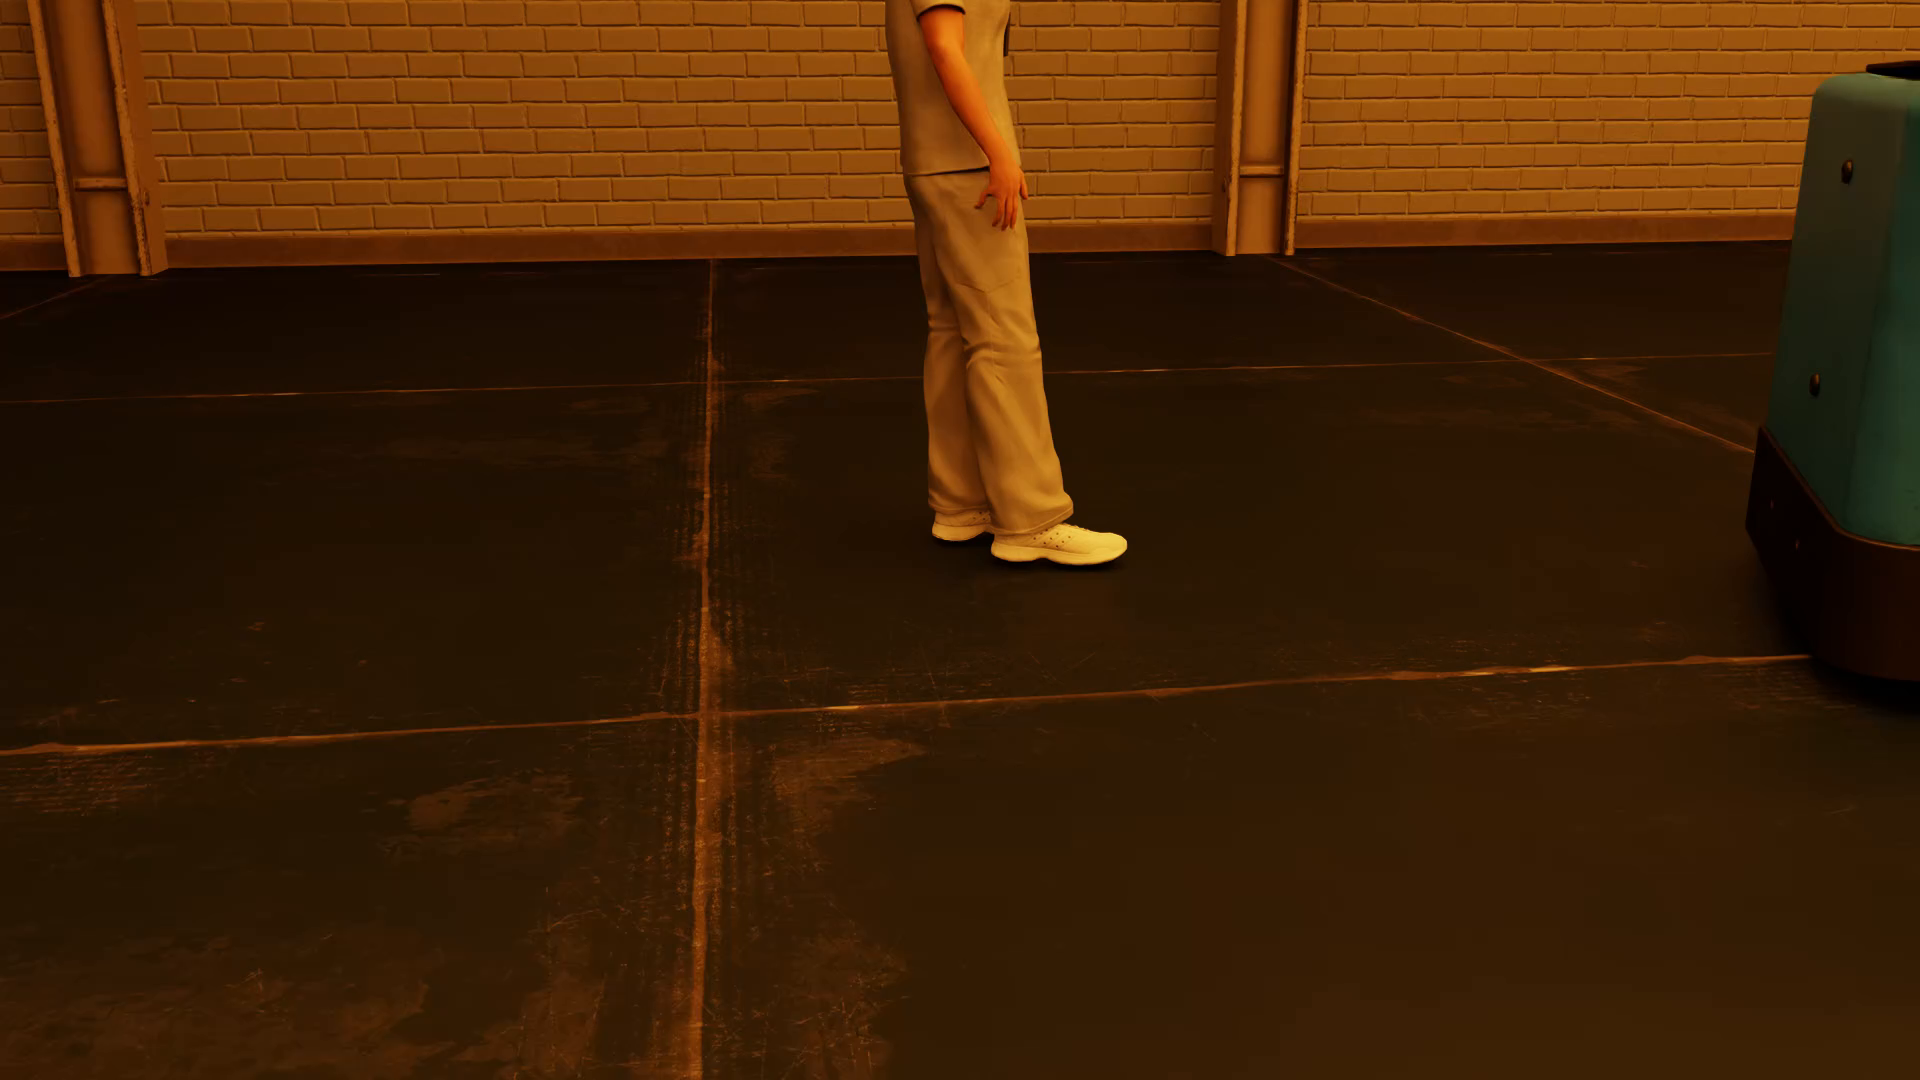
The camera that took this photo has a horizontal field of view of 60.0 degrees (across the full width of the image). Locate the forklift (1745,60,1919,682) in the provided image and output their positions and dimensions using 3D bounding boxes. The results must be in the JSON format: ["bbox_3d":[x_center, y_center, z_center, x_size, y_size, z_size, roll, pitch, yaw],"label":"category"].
[{"bbox_3d":[3.126,-1.119,2.598,3.031,2.935,1.130,5,17,16],"label":"forklift"}]

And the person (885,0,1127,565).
[{"bbox_3d":[0.075,-0.809,3.719,0.549,1.675,0.549,-2,17,-8],"label":"person"}]
